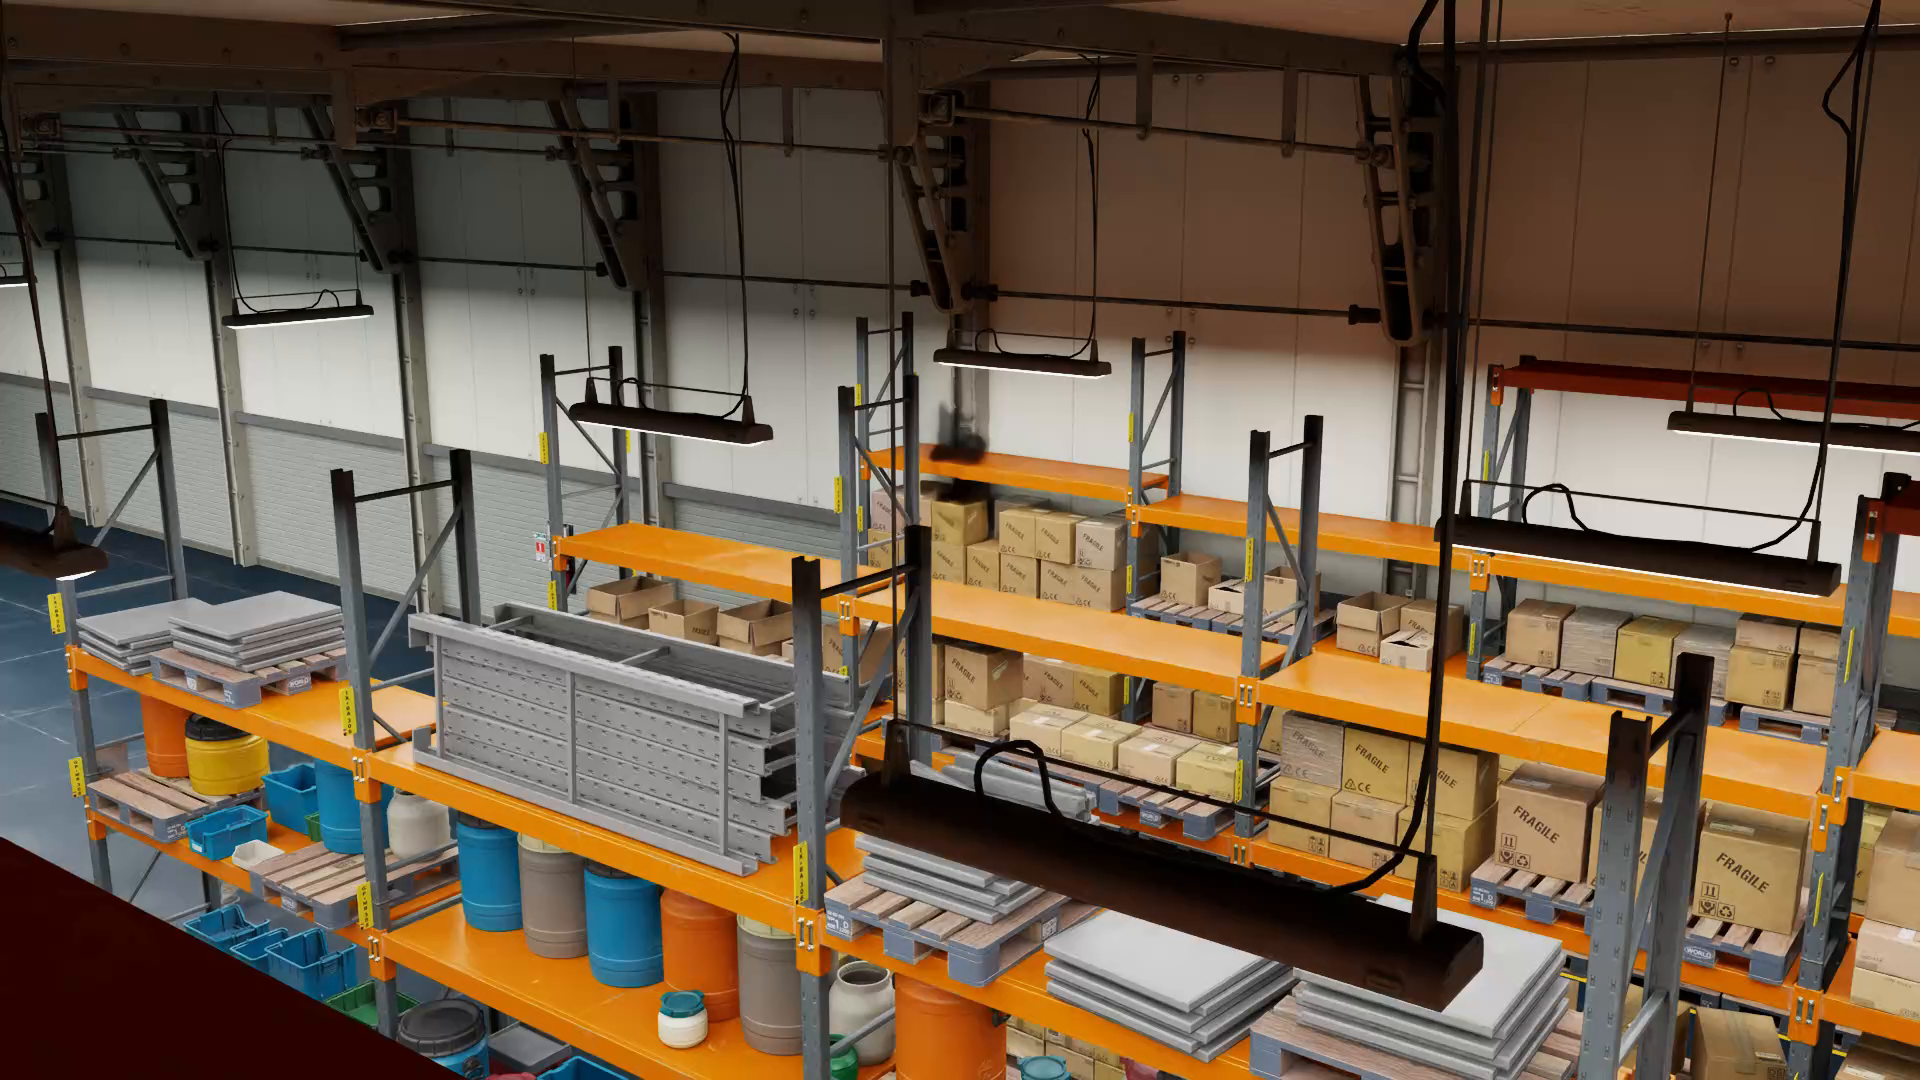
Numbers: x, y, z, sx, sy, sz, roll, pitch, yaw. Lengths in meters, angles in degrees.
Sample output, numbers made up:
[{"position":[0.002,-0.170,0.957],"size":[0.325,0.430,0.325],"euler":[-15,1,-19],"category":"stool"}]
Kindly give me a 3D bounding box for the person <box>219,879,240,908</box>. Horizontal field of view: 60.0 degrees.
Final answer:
[{"position":[-7.799,3.114,18.043],"size":[0.829,1.771,0.673],"euler":[-6,14,-25],"category":"person"}]
